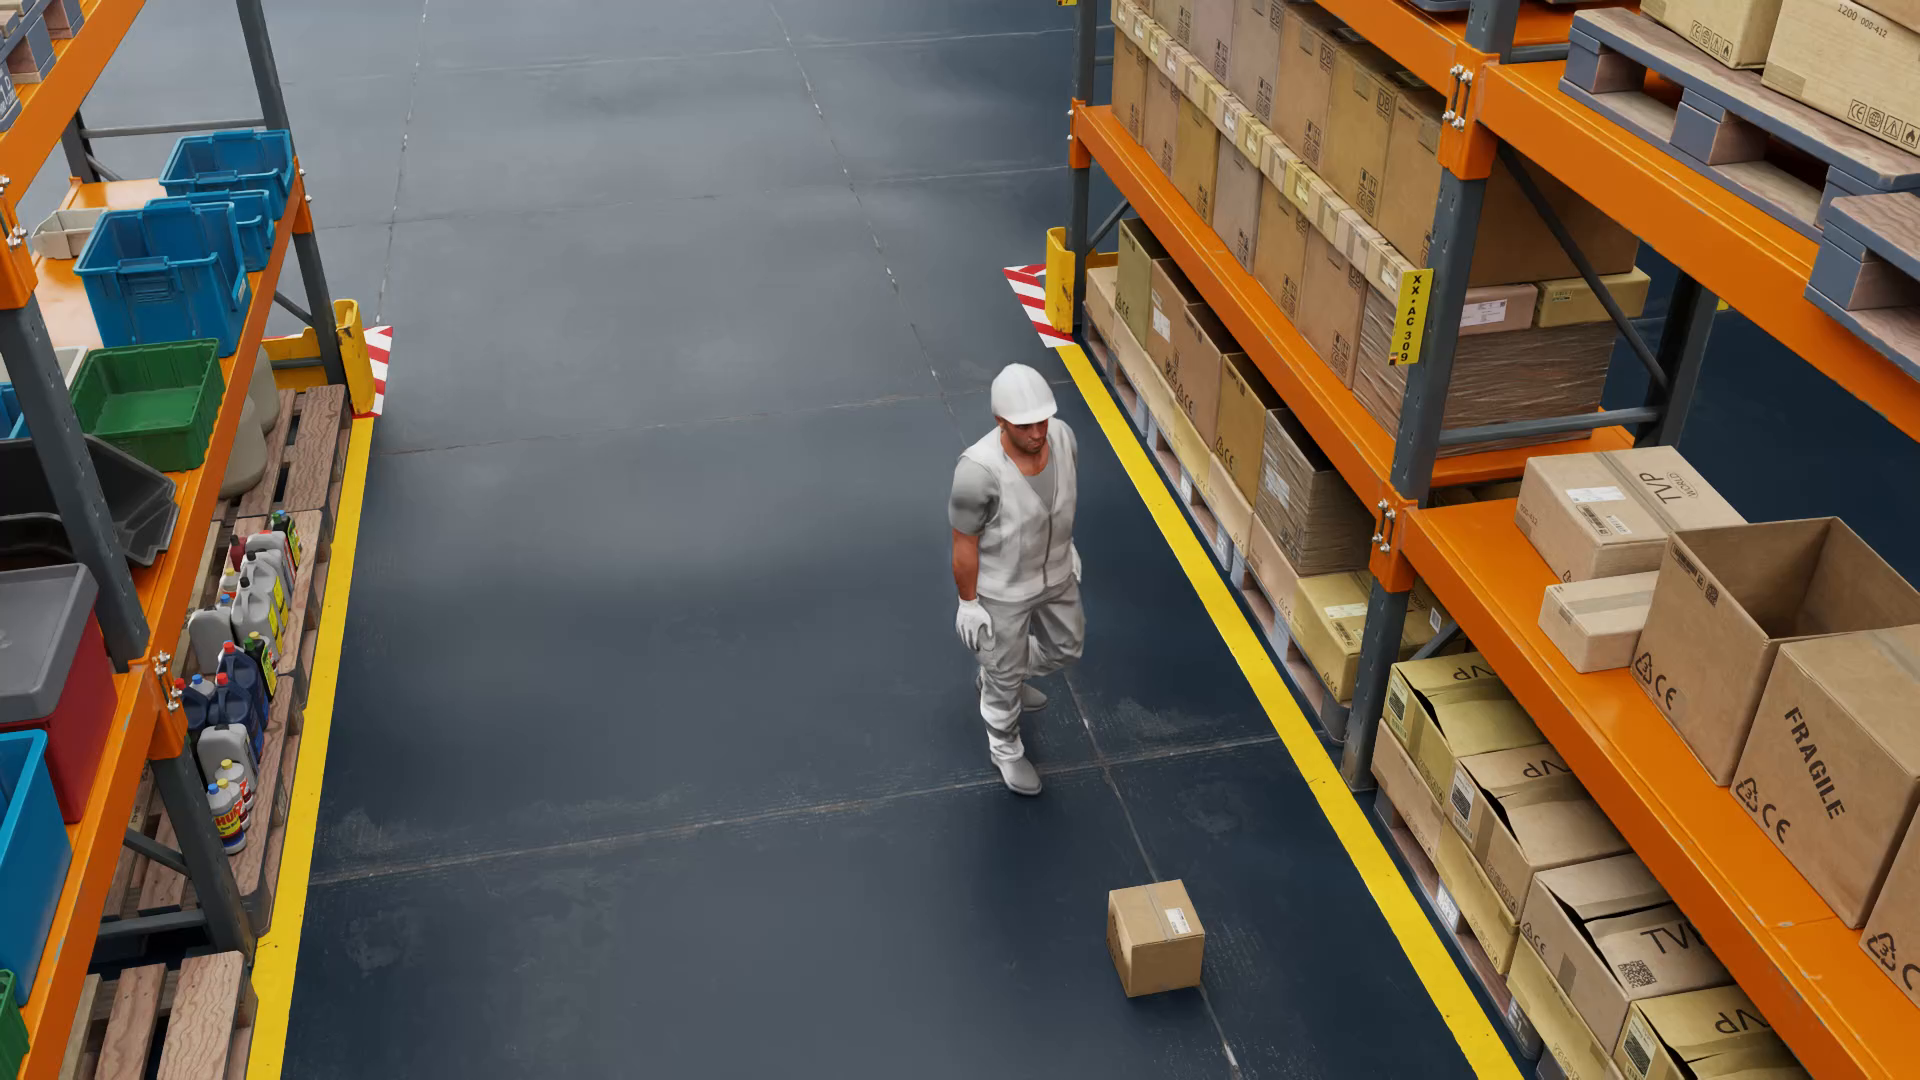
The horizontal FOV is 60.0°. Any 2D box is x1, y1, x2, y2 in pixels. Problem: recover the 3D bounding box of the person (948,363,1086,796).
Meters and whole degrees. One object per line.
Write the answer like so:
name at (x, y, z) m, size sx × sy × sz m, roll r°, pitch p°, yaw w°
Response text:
person at (0.173, 0.110, 5.941) m, size 0.580 × 1.785 × 0.571 m, roll -23°, pitch 40°, yaw -30°
